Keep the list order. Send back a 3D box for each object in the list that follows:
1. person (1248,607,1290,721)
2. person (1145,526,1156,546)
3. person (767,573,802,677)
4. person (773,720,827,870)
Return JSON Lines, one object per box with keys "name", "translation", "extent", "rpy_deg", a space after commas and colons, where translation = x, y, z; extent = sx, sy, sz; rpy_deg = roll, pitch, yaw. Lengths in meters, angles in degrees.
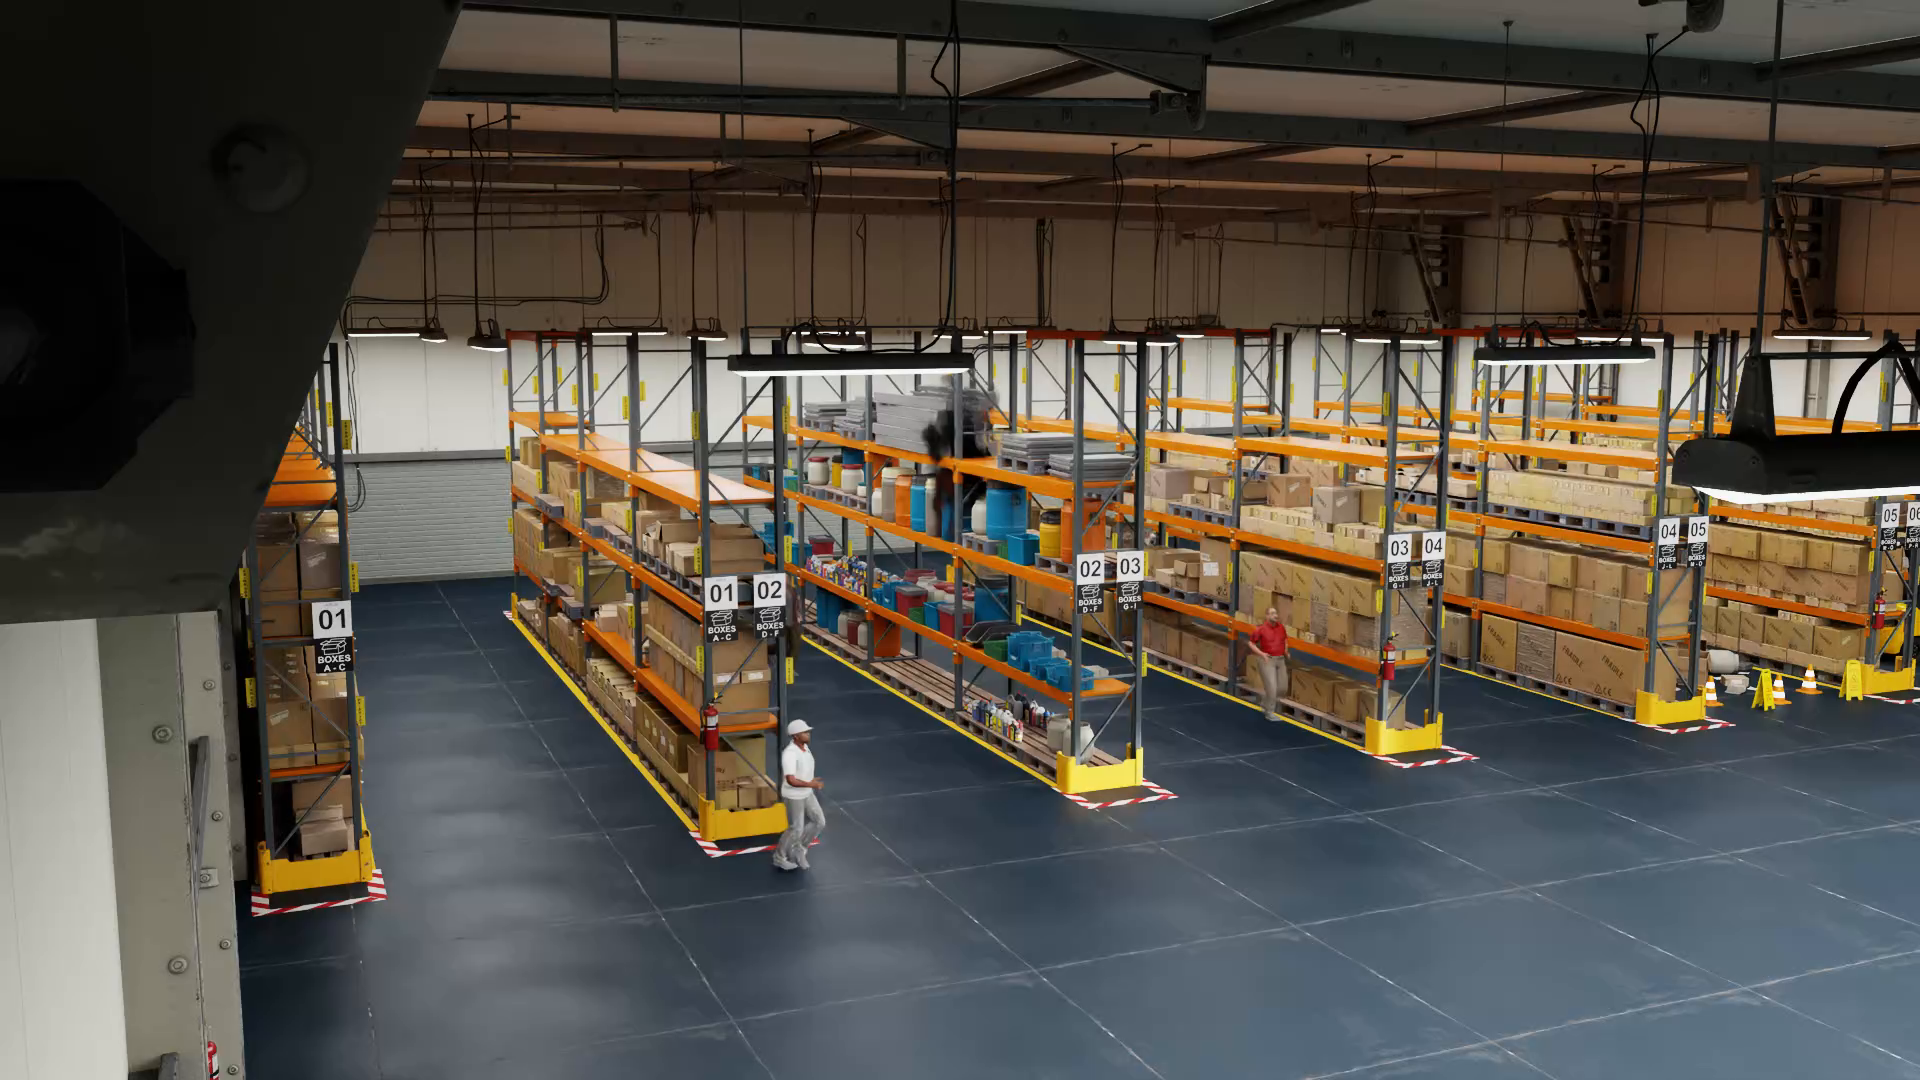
{"name": "person", "translation": [4.637, 1.846, 24.840], "extent": [0.664, 1.712, 0.590], "rpy_deg": [-4, 9, -24]}
{"name": "person", "translation": [4.167, 0.434, 37.741], "extent": [0.647, 1.577, 0.932], "rpy_deg": [-2, 8, -17]}
{"name": "person", "translation": [-2.929, 1.403, 27.829], "extent": [0.710, 1.741, 0.888], "rpy_deg": [-6, 10, -36]}
{"name": "person", "translation": [-1.799, 2.913, 18.920], "extent": [0.687, 1.785, 0.726], "rpy_deg": [2, 8, 16]}
